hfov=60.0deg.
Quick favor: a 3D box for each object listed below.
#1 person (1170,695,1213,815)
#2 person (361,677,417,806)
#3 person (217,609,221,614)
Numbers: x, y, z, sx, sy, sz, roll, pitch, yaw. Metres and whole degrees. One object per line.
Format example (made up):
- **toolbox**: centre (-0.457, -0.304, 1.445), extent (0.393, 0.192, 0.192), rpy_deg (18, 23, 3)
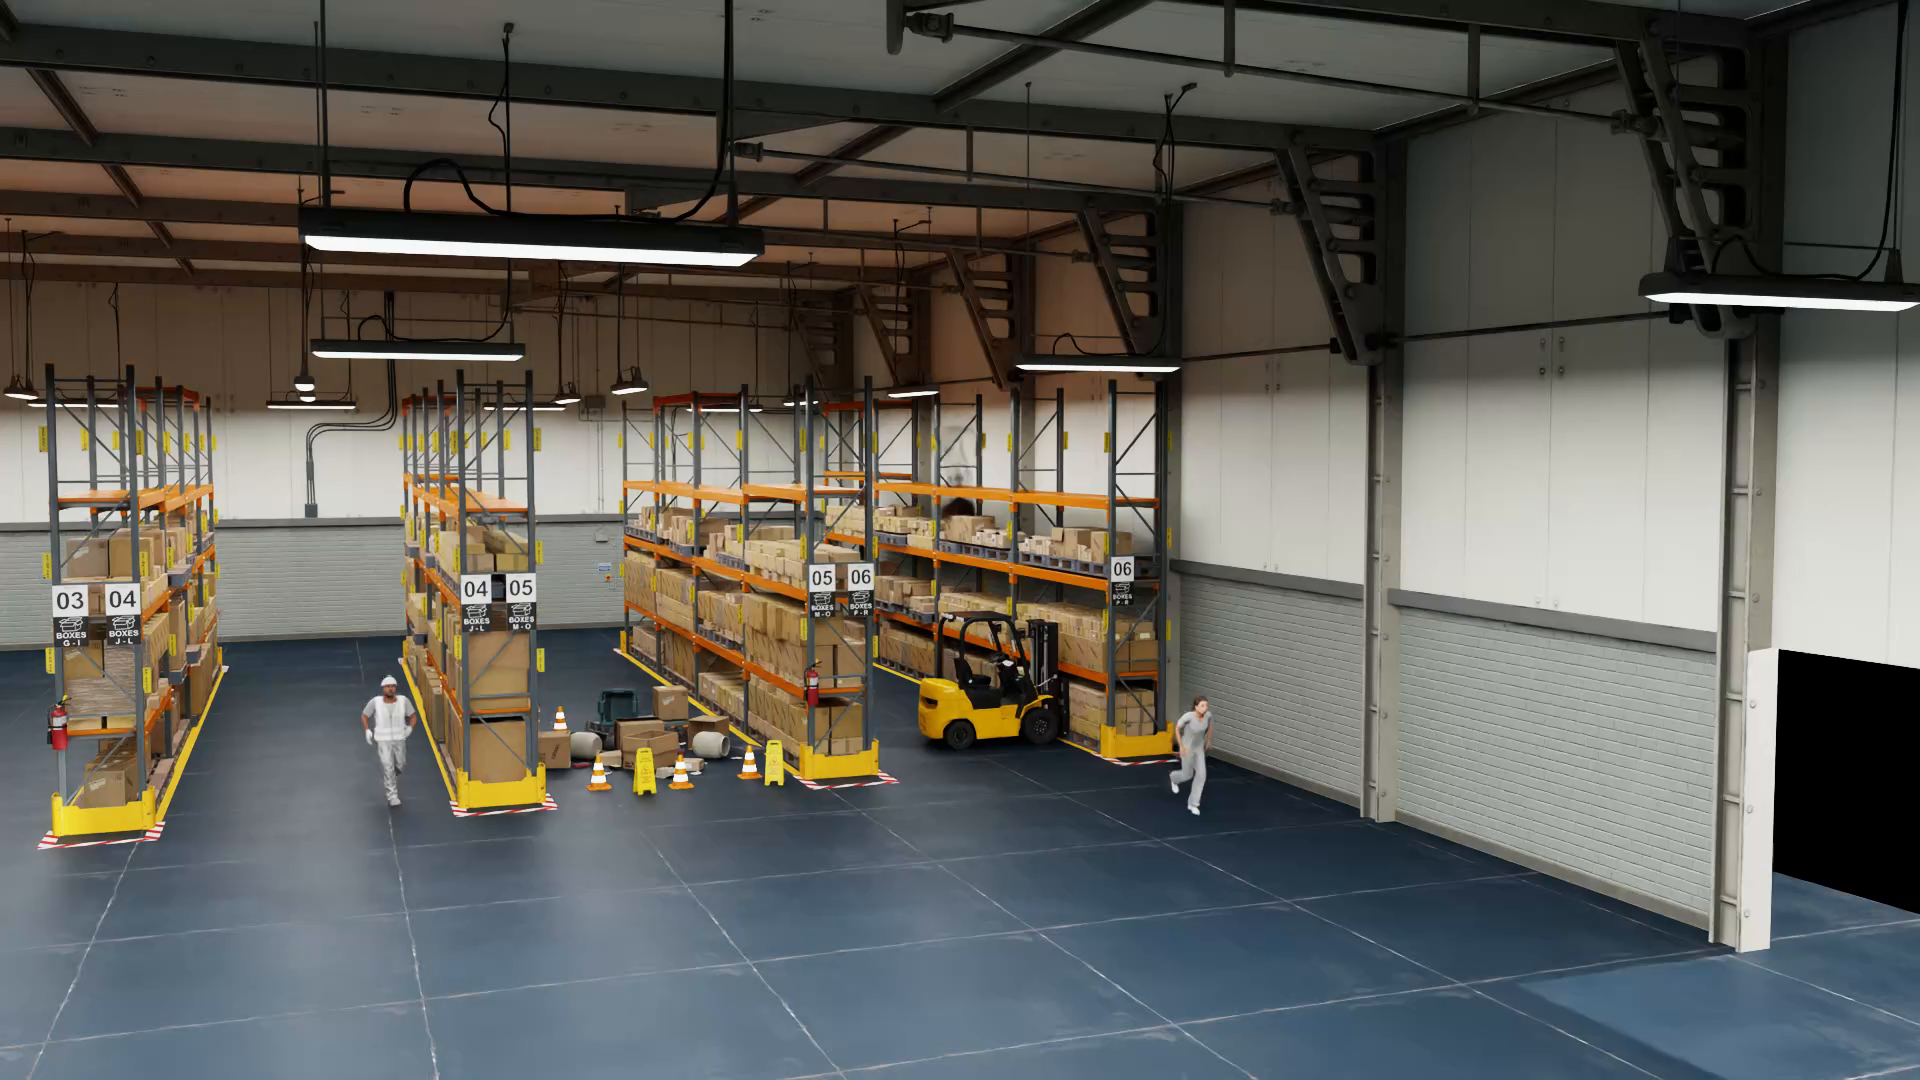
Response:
- **person**: centre (3.142, 2.895, 22.780), extent (0.567, 1.618, 0.878), rpy_deg (-2, 4, -26)
- **person**: centre (-7.922, 2.766, 23.098), extent (0.717, 1.759, 0.885), rpy_deg (-2, 4, -28)
- **person**: centre (-17.030, 1.967, 37.289), extent (0.850, 1.772, 0.682), rpy_deg (-1, 3, -10)
